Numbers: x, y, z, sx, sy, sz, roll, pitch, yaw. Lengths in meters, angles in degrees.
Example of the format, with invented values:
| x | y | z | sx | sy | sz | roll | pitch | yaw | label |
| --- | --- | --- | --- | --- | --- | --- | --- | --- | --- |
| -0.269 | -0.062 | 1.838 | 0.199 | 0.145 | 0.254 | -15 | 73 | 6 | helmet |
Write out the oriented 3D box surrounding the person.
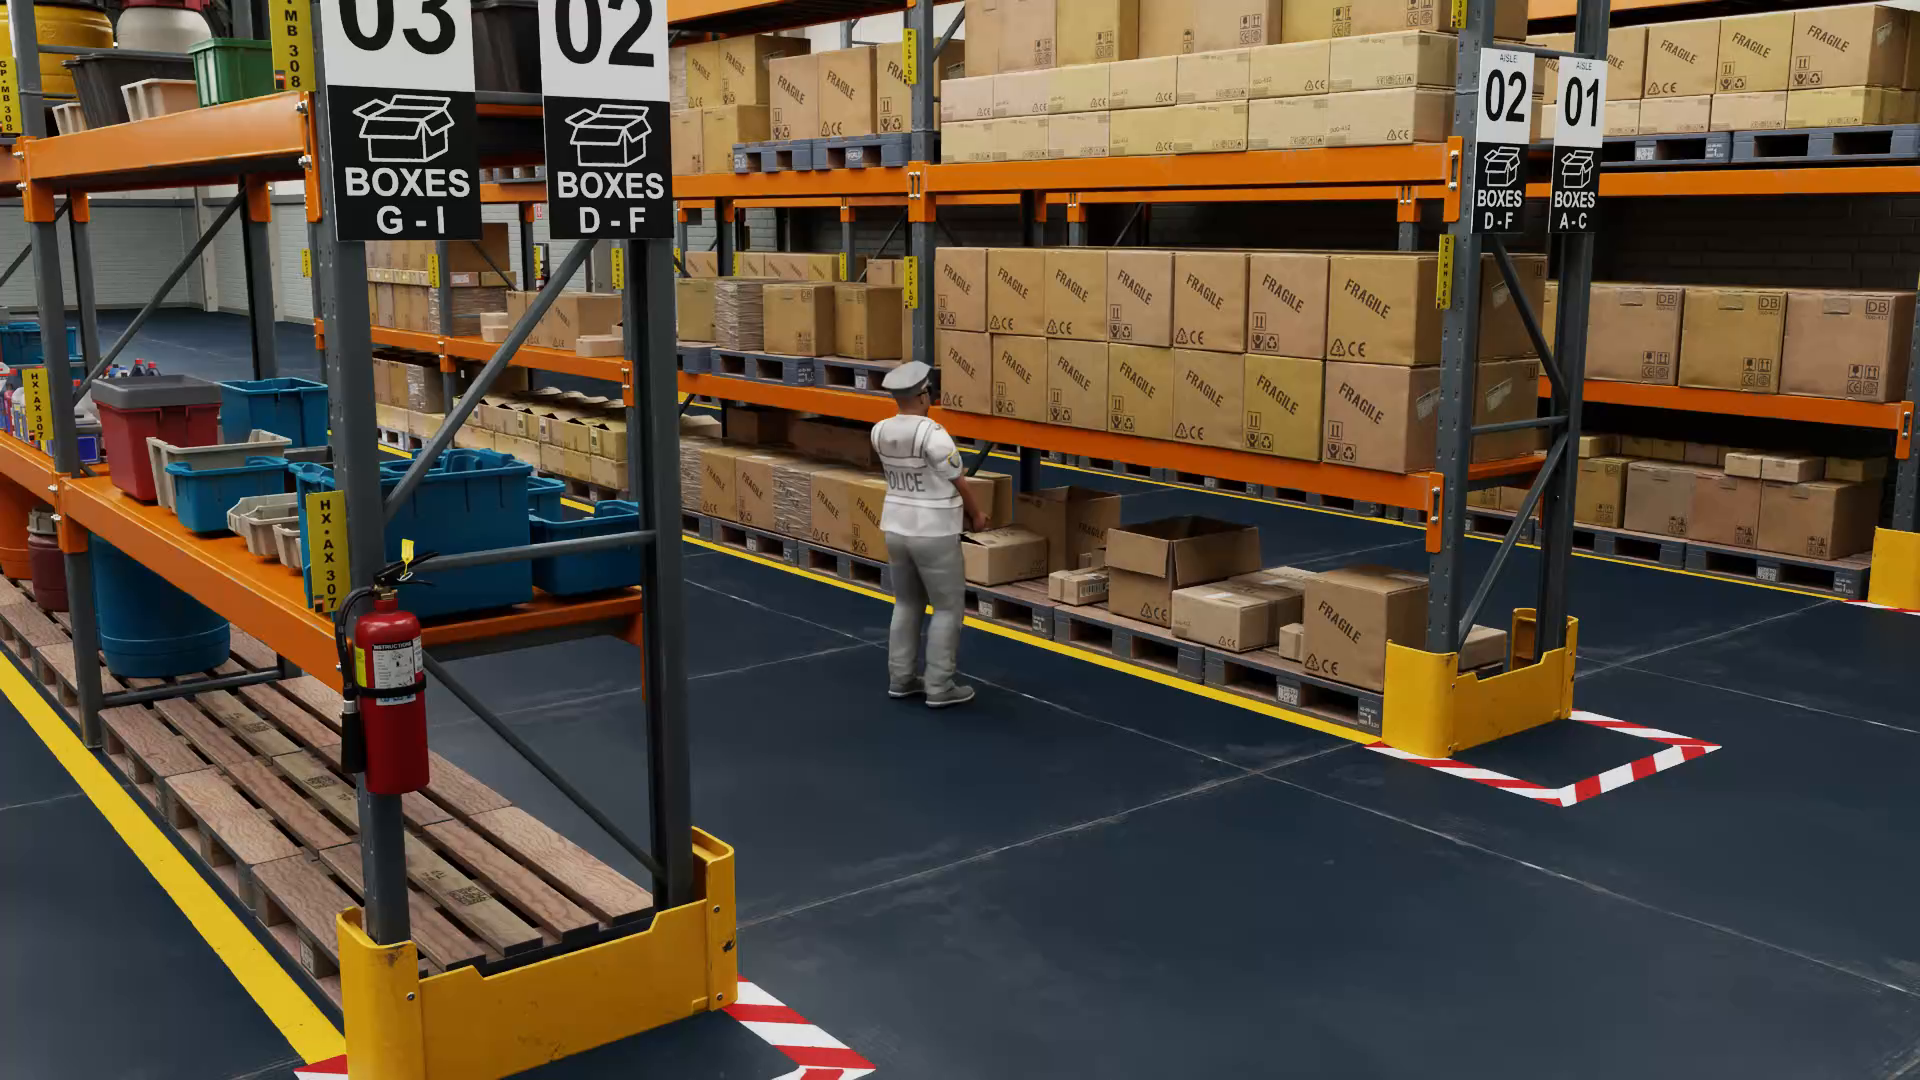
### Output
| x | y | z | sx | sy | sz | roll | pitch | yaw | label |
| --- | --- | --- | --- | --- | --- | --- | --- | --- | --- |
| -0.145 | -0.045 | 8.608 | 0.493 | 1.762 | 0.573 | 10 | 14 | 41 | person |
